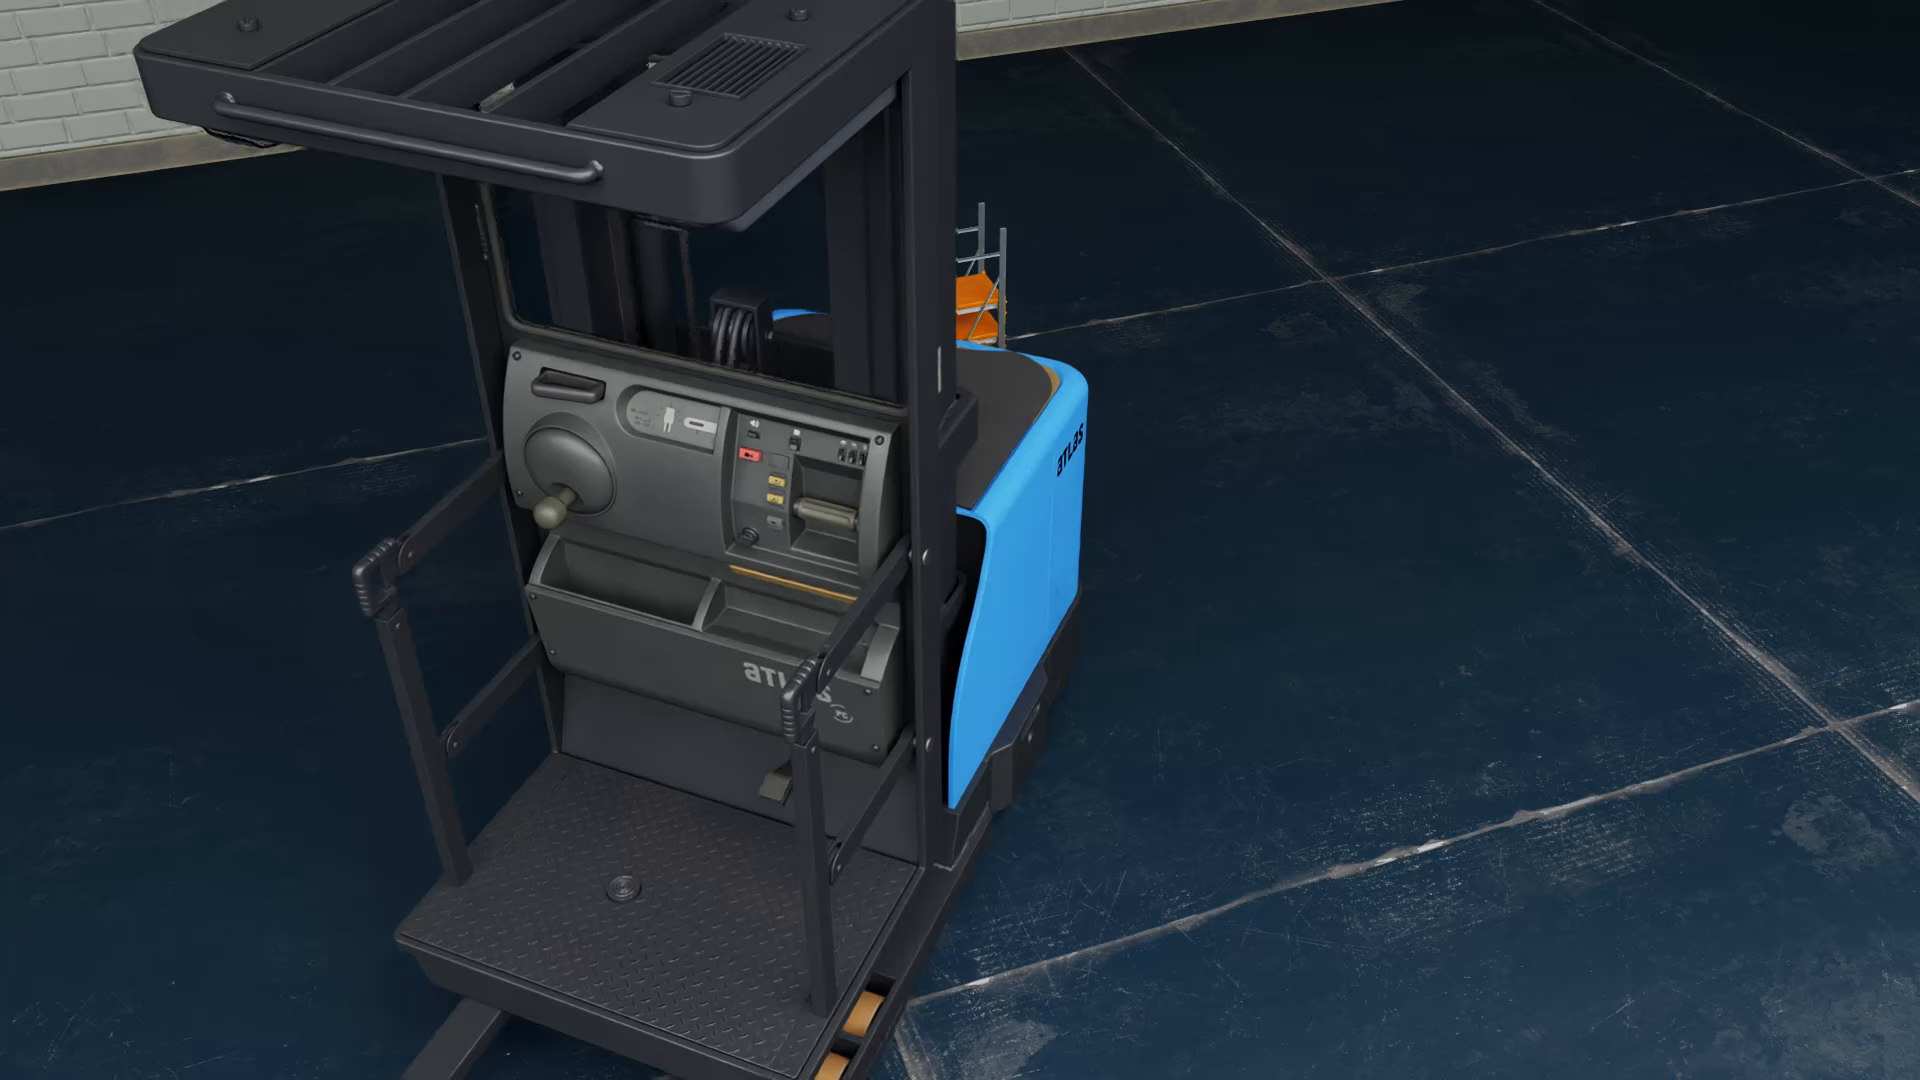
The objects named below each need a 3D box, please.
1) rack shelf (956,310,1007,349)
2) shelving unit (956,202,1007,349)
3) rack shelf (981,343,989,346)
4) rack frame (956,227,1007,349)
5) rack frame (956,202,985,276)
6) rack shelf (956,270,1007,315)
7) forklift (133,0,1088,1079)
[{"bbox_3d":[-0.005,-0.644,5.282,0.258,0.103,0.180,-12,39,-16],"label":"rack shelf"},{"bbox_3d":[-0.005,-0.487,5.400,0.258,1.200,0.189,-12,39,-16],"label":"shelving unit"},{"bbox_3d":[-0.005,-0.548,5.354,0.258,0.103,0.180,-12,39,-16],"label":"rack shelf"},{"bbox_3d":[0.027,-0.436,5.331,0.240,1.200,0.006,-12,39,-16],"label":"rack frame"},{"bbox_3d":[-0.036,-0.539,5.468,0.240,1.200,0.006,-12,39,-16],"label":"rack frame"},{"bbox_3d":[-0.005,-0.739,5.210,0.258,0.103,0.180,-12,39,-16],"label":"rack shelf"},{"bbox_3d":[-0.661,-0.090,3.433,1.130,2.935,3.031,14,39,18],"label":"forklift"}]
